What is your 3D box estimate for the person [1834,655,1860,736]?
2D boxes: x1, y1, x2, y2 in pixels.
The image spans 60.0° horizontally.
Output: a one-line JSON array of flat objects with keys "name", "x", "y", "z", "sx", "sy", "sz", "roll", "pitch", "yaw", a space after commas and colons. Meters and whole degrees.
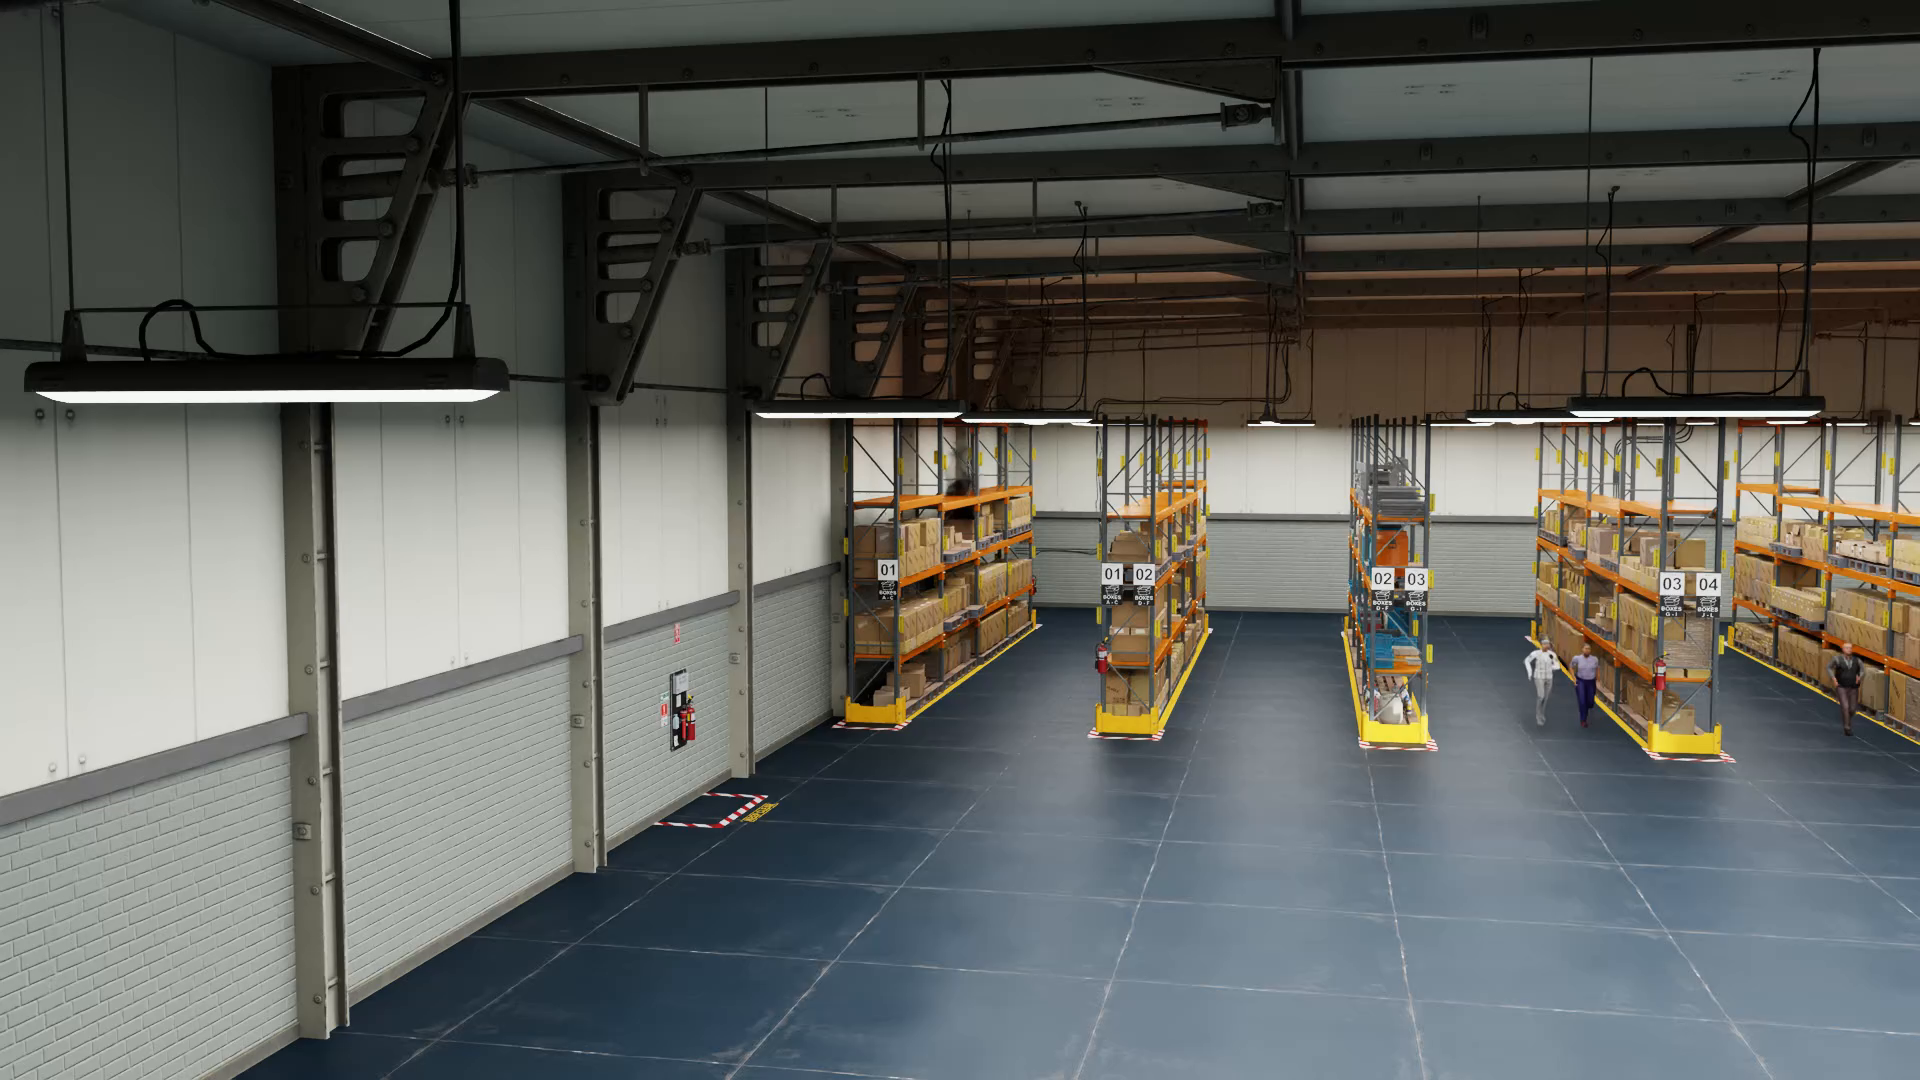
[{"name": "person", "x": 16.645, "y": 2.897, "z": 31.235, "sx": 0.445, "sy": 1.480, "sz": 0.796, "roll": 1, "pitch": 4, "yaw": 13}]

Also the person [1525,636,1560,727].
[{"name": "person", "x": 5.634, "y": 1.696, "z": 36.825, "sx": 12.060, "sy": 3.212, "sz": 9.838, "roll": 0, "pitch": 4, "yaw": 1}]

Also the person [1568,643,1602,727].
[{"name": "person", "x": 16.706, "y": 2.923, "z": 30.289, "sx": 10.250, "sy": 1.594, "sz": 3.294, "roll": 1, "pitch": 4, "yaw": 8}]
